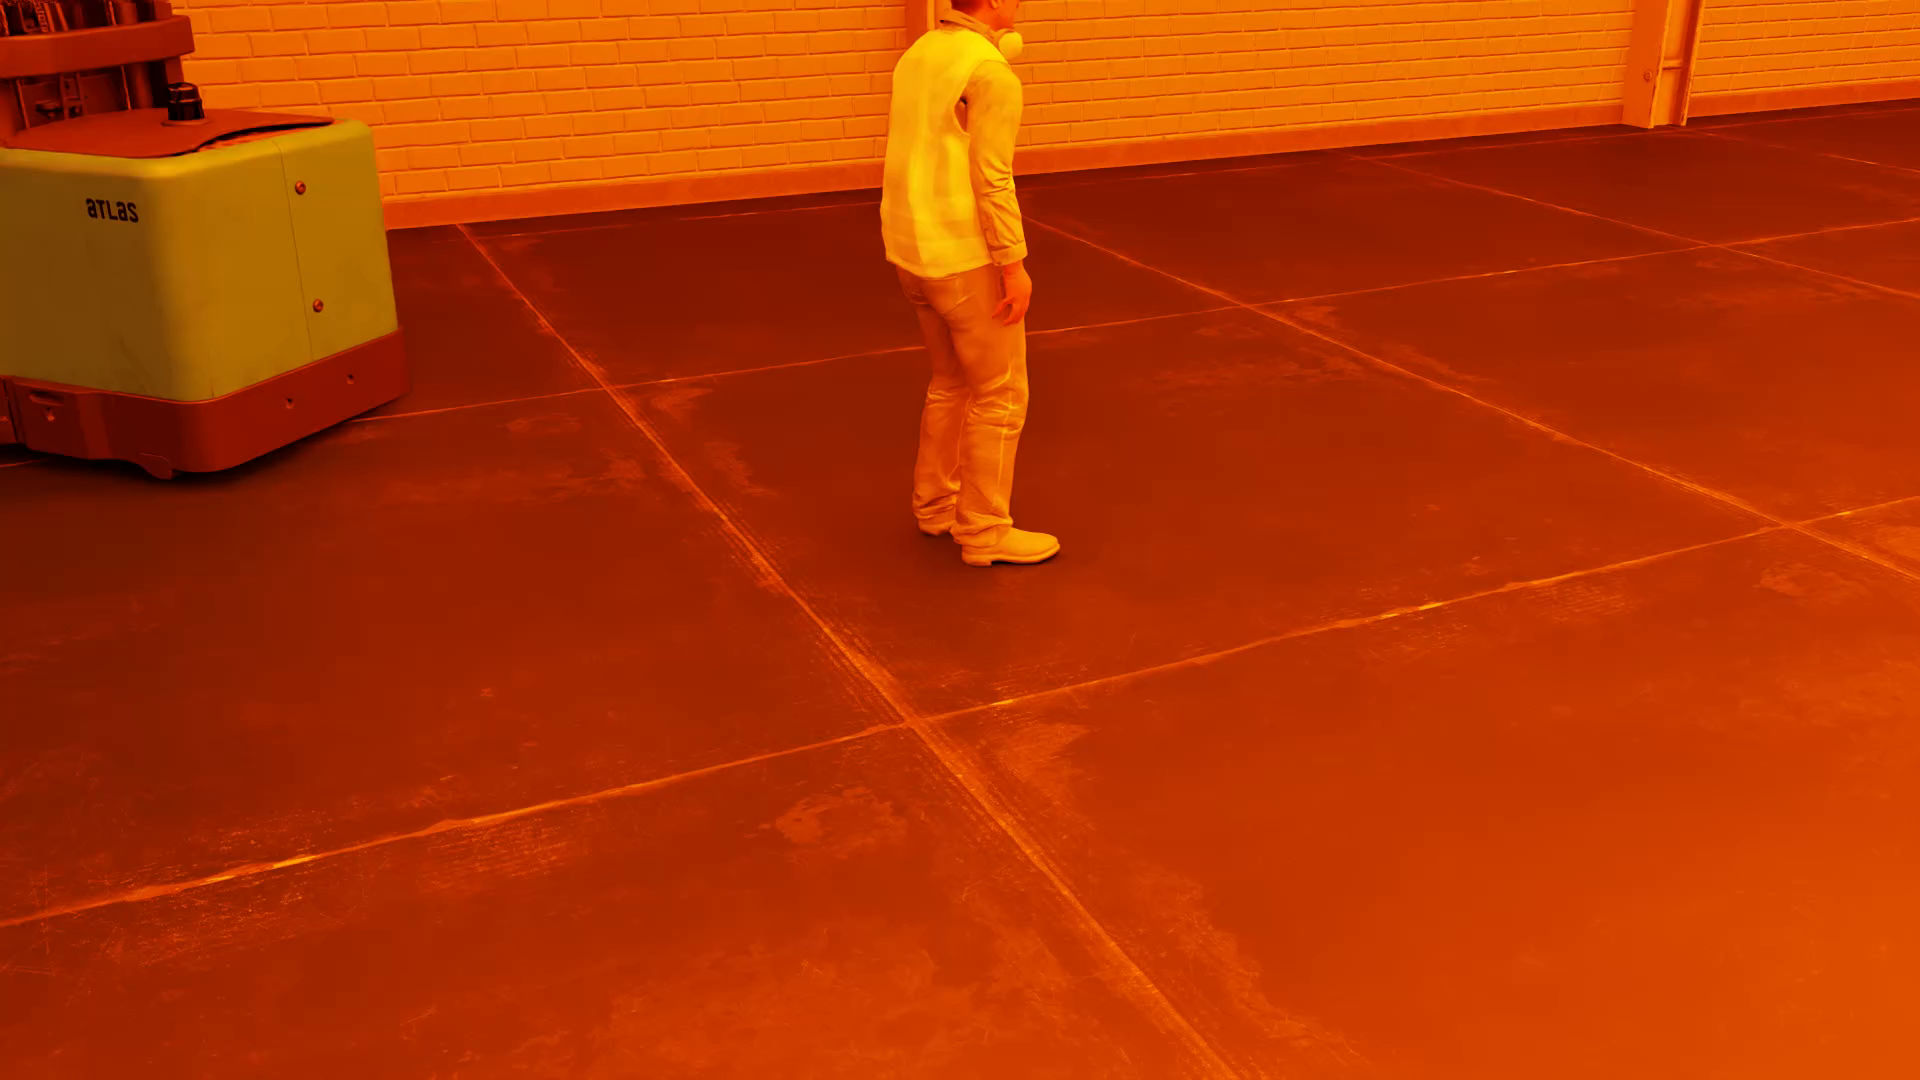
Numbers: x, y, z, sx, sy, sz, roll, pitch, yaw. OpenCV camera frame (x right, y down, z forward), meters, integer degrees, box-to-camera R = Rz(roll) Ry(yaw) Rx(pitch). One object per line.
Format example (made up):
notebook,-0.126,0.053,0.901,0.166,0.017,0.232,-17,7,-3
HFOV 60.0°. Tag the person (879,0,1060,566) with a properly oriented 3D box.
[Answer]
person,0.018,-0.824,4.785,0.463,1.770,0.580,-11,25,-25

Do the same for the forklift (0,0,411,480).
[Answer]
forklift,-3.640,-1.900,5.860,3.031,2.935,1.130,9,24,20
